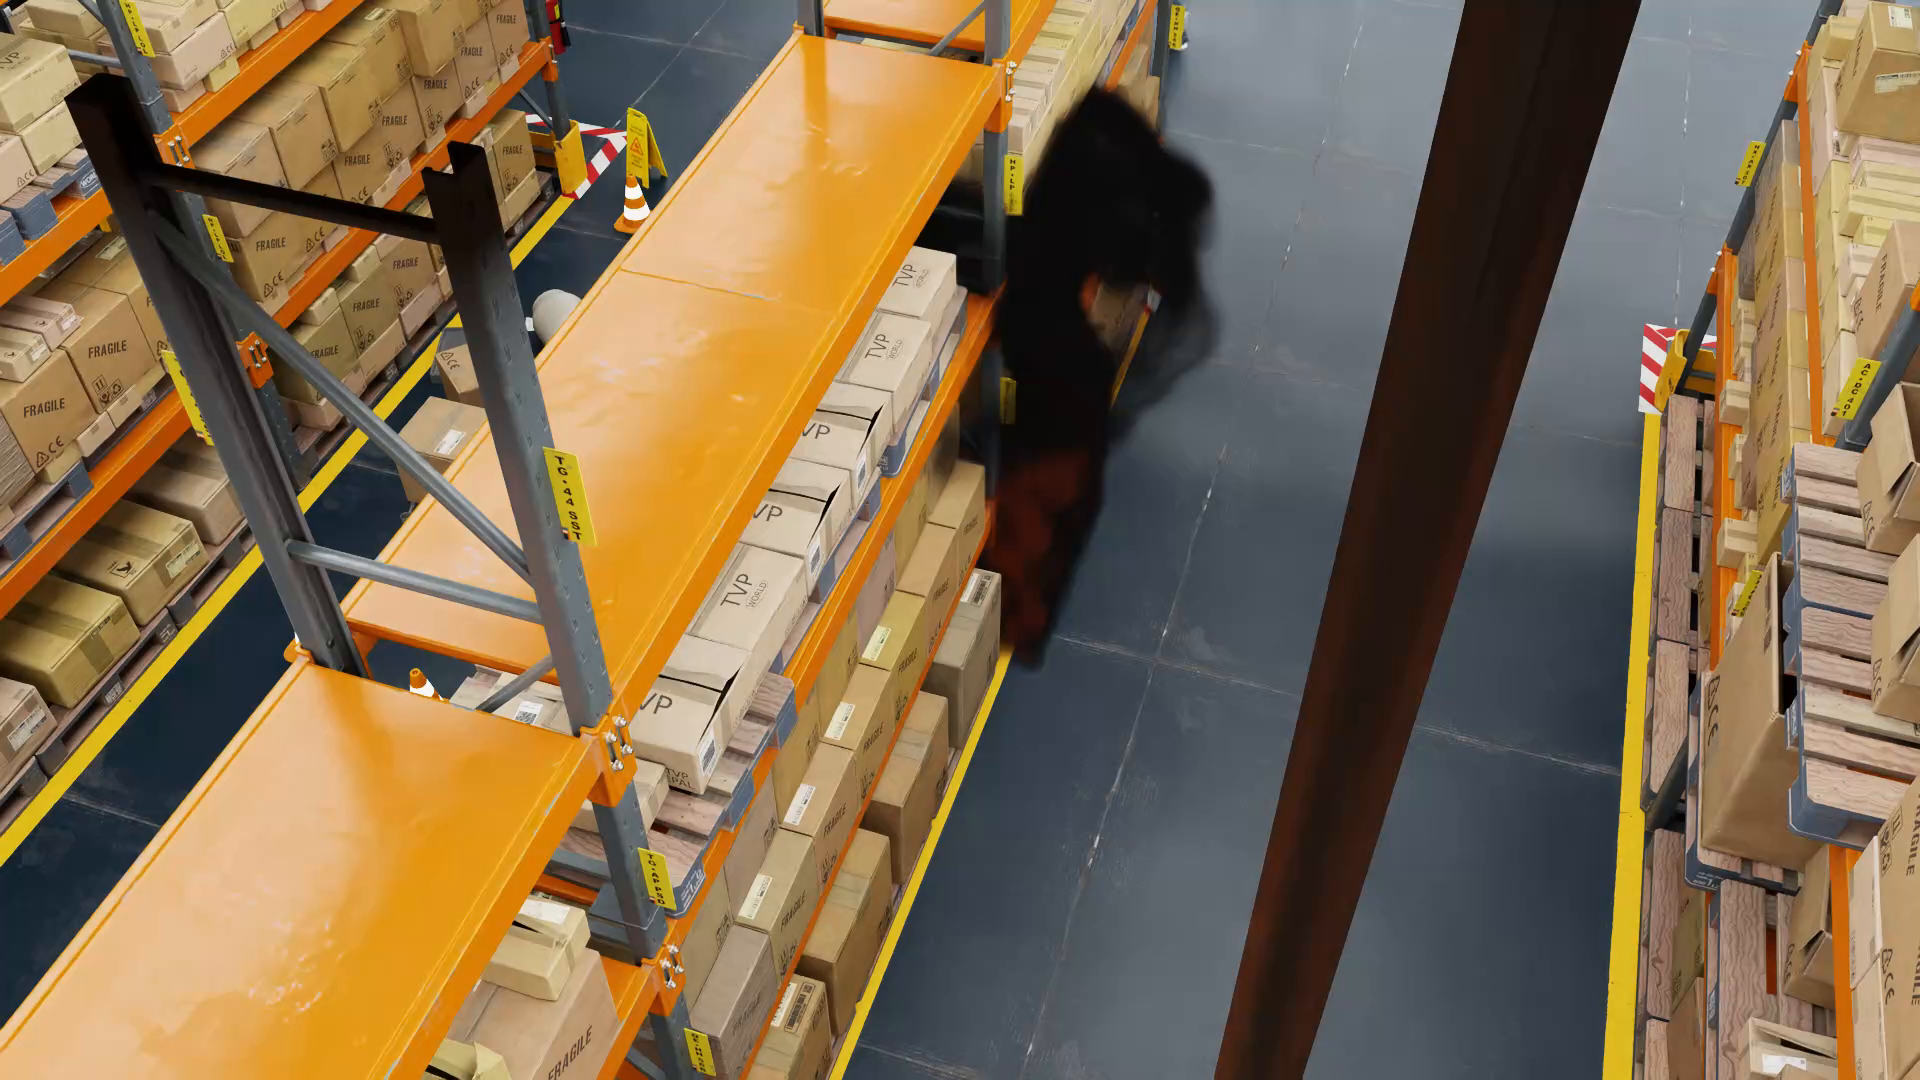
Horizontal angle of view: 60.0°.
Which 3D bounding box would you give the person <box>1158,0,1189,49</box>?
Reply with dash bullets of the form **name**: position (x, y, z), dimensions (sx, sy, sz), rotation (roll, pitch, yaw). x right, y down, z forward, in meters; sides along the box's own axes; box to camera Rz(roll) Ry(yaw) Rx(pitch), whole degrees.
- **person**: position (1.921, -5.288, 15.203), dimensions (0.524, 1.536, 0.642), rotation (-23, 50, -21)
